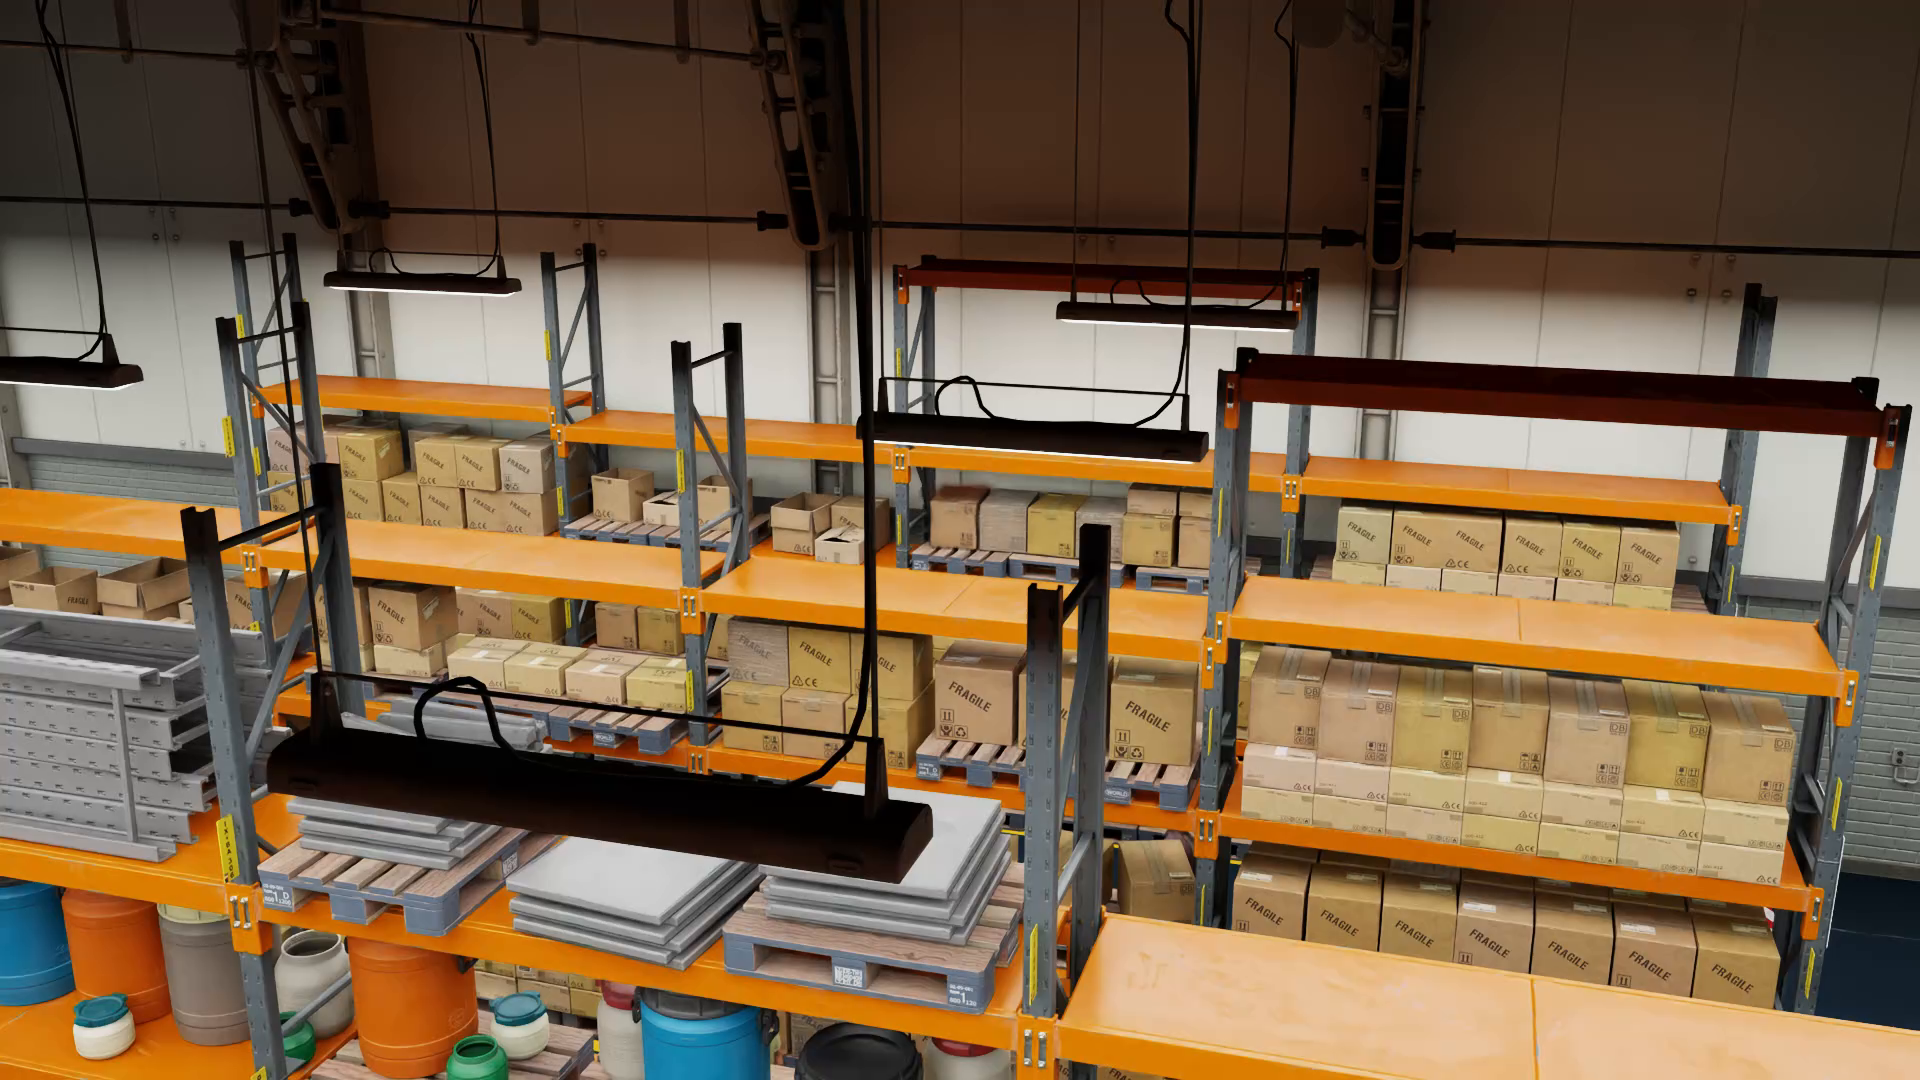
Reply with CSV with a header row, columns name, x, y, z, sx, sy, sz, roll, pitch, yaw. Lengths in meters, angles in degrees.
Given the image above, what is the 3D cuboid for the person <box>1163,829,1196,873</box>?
name,x,y,z,sx,sy,sz,roll,pitch,yaw
person,1.875,3.140,14.679,0.592,1.775,0.617,4,17,15

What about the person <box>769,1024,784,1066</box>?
name,x,y,z,sx,sy,sz,roll,pitch,yaw
person,-1.489,4.012,11.884,0.537,1.722,0.490,6,17,19
